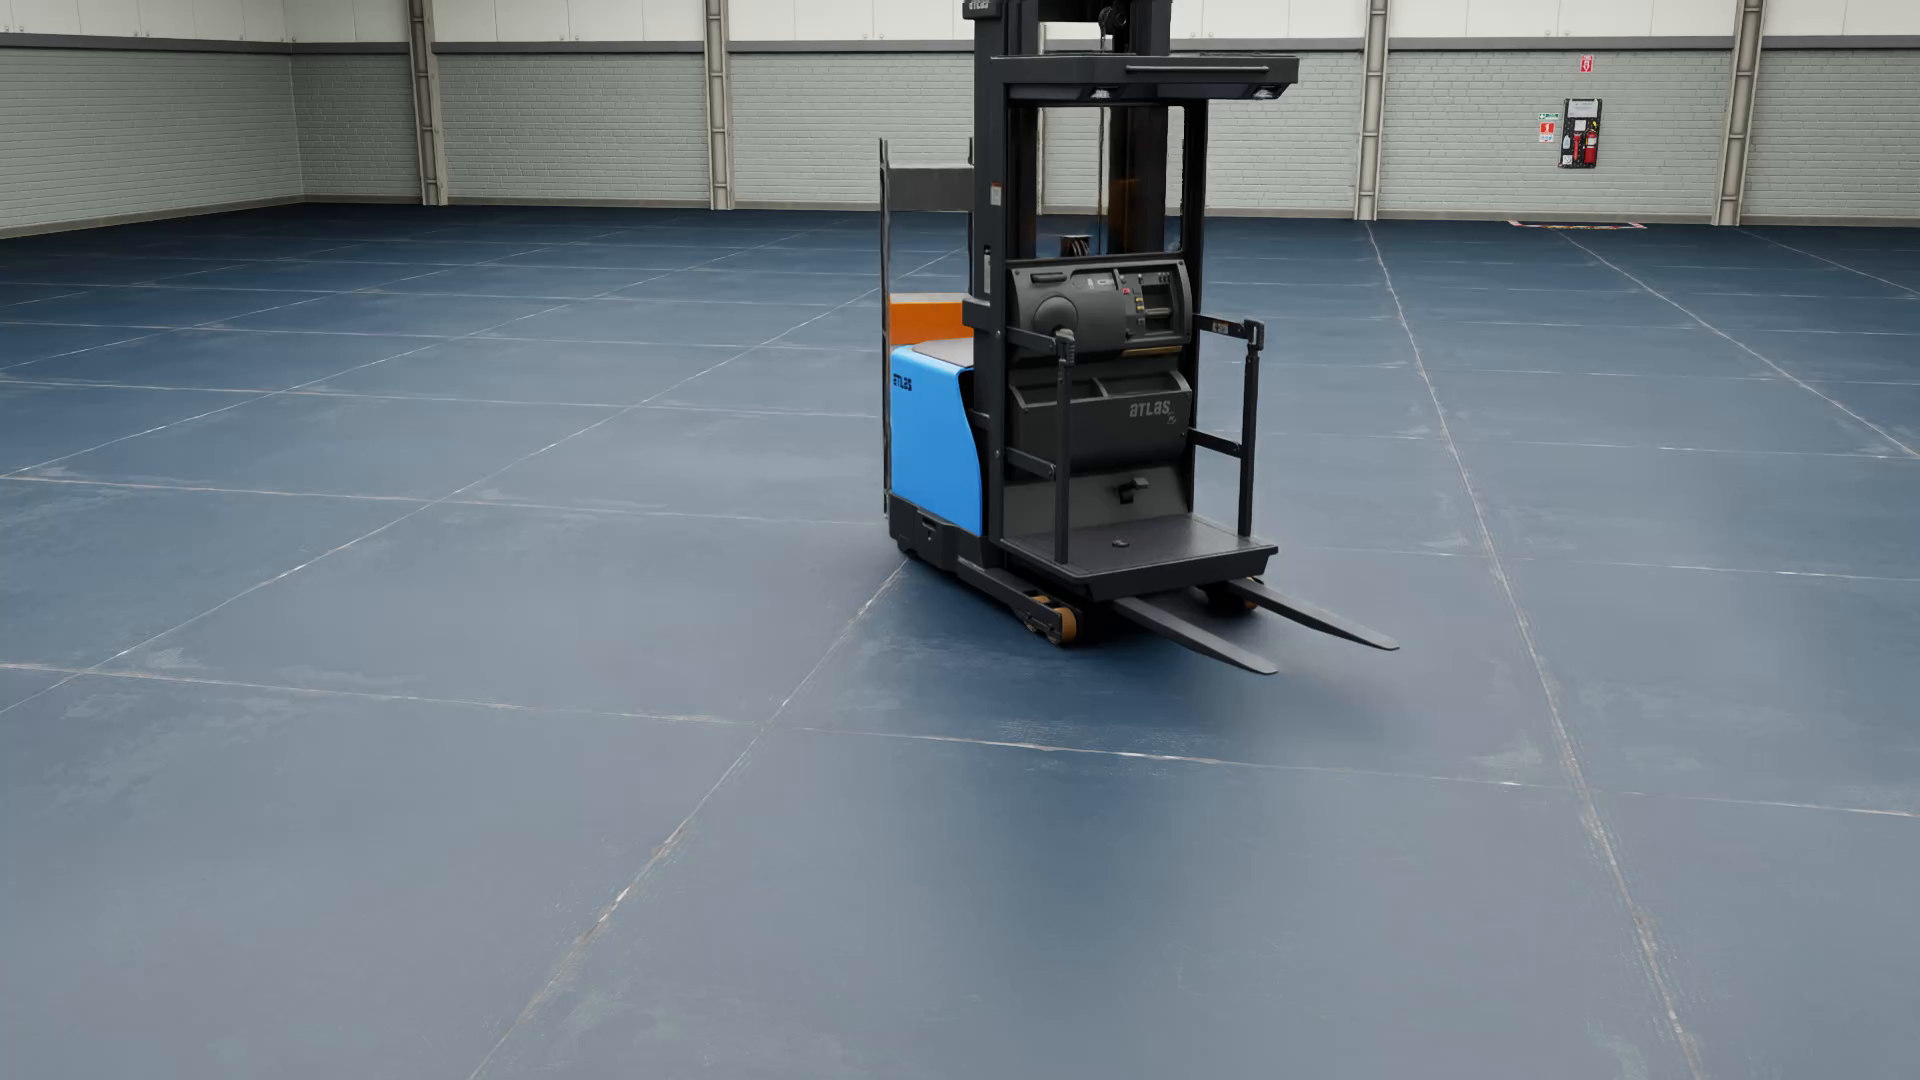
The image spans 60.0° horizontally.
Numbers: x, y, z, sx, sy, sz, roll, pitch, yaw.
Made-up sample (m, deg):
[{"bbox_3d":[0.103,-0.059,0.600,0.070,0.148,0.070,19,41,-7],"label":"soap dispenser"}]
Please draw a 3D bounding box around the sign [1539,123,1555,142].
[{"bbox_3d":[10.157,-7.055,28.774,0.234,0.329,0.001,3,16,11],"label":"sign"}]

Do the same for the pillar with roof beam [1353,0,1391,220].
[{"bbox_3d":[6.355,-8.924,24.350,0.400,9.000,9.100,3,16,11],"label":"pillar with roof beam"}]

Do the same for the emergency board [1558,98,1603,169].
[{"bbox_3d":[10.678,-6.981,28.575,0.643,1.169,0.194,3,16,11],"label":"emergency board"}]

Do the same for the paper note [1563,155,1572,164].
[{"bbox_3d":[10.518,-6.584,28.792,0.142,0.148,0.016,3,16,11],"label":"paper note"}]

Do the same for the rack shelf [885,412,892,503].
[{"bbox_3d":[-0.163,-0.423,9.261,0.480,0.518,0.431,-2,16,-7],"label":"rack shelf"}]

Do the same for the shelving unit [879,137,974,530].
[{"bbox_3d":[-0.163,-1.111,9.070,0.503,2.100,0.431,-2,16,-7],"label":"shelving unit"}]

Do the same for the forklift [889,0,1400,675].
[{"bbox_3d":[0.757,-1.088,7.428,1.130,2.935,3.031,-8,17,-27],"label":"forklift"}]

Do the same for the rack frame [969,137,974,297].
[{"bbox_3d":[0.079,-1.119,9.099,0.015,2.100,0.400,-2,16,-7],"label":"rack frame"}]

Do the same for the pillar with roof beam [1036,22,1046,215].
[{"bbox_3d":[0.475,-9.243,25.503,0.400,9.000,9.100,3,16,11],"label":"pillar with roof beam"}]

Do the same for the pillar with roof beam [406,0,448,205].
[{"bbox_3d":[-11.284,-9.881,27.807,0.400,9.000,9.100,3,16,11],"label":"pillar with roof beam"}]

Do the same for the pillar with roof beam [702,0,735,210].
[{"bbox_3d":[-5.405,-9.562,26.655,0.400,9.000,9.100,3,16,11],"label":"pillar with roof beam"}]

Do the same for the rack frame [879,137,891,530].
[{"bbox_3d":[-0.405,-1.103,9.041,0.015,2.100,0.400,-2,16,-7],"label":"rack frame"}]

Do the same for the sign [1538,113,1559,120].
[{"bbox_3d":[10.160,-7.307,28.694,0.331,0.109,0.001,3,16,11],"label":"sign"}]

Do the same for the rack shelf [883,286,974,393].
[{"bbox_3d":[-0.163,-1.098,9.074,0.480,0.518,0.431,-2,16,-7],"label":"rack shelf"}]

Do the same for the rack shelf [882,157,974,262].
[{"bbox_3d":[-0.163,-1.773,8.887,0.480,0.518,0.431,-2,16,-7],"label":"rack shelf"}]

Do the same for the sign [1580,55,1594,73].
[{"bbox_3d":[10.690,-8.125,28.361,0.199,0.298,0.001,3,16,11],"label":"sign"}]

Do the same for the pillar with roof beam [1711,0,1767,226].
[{"bbox_3d":[12.234,-8.605,23.198,0.400,9.000,9.100,3,16,11],"label":"pillar with roof beam"}]
